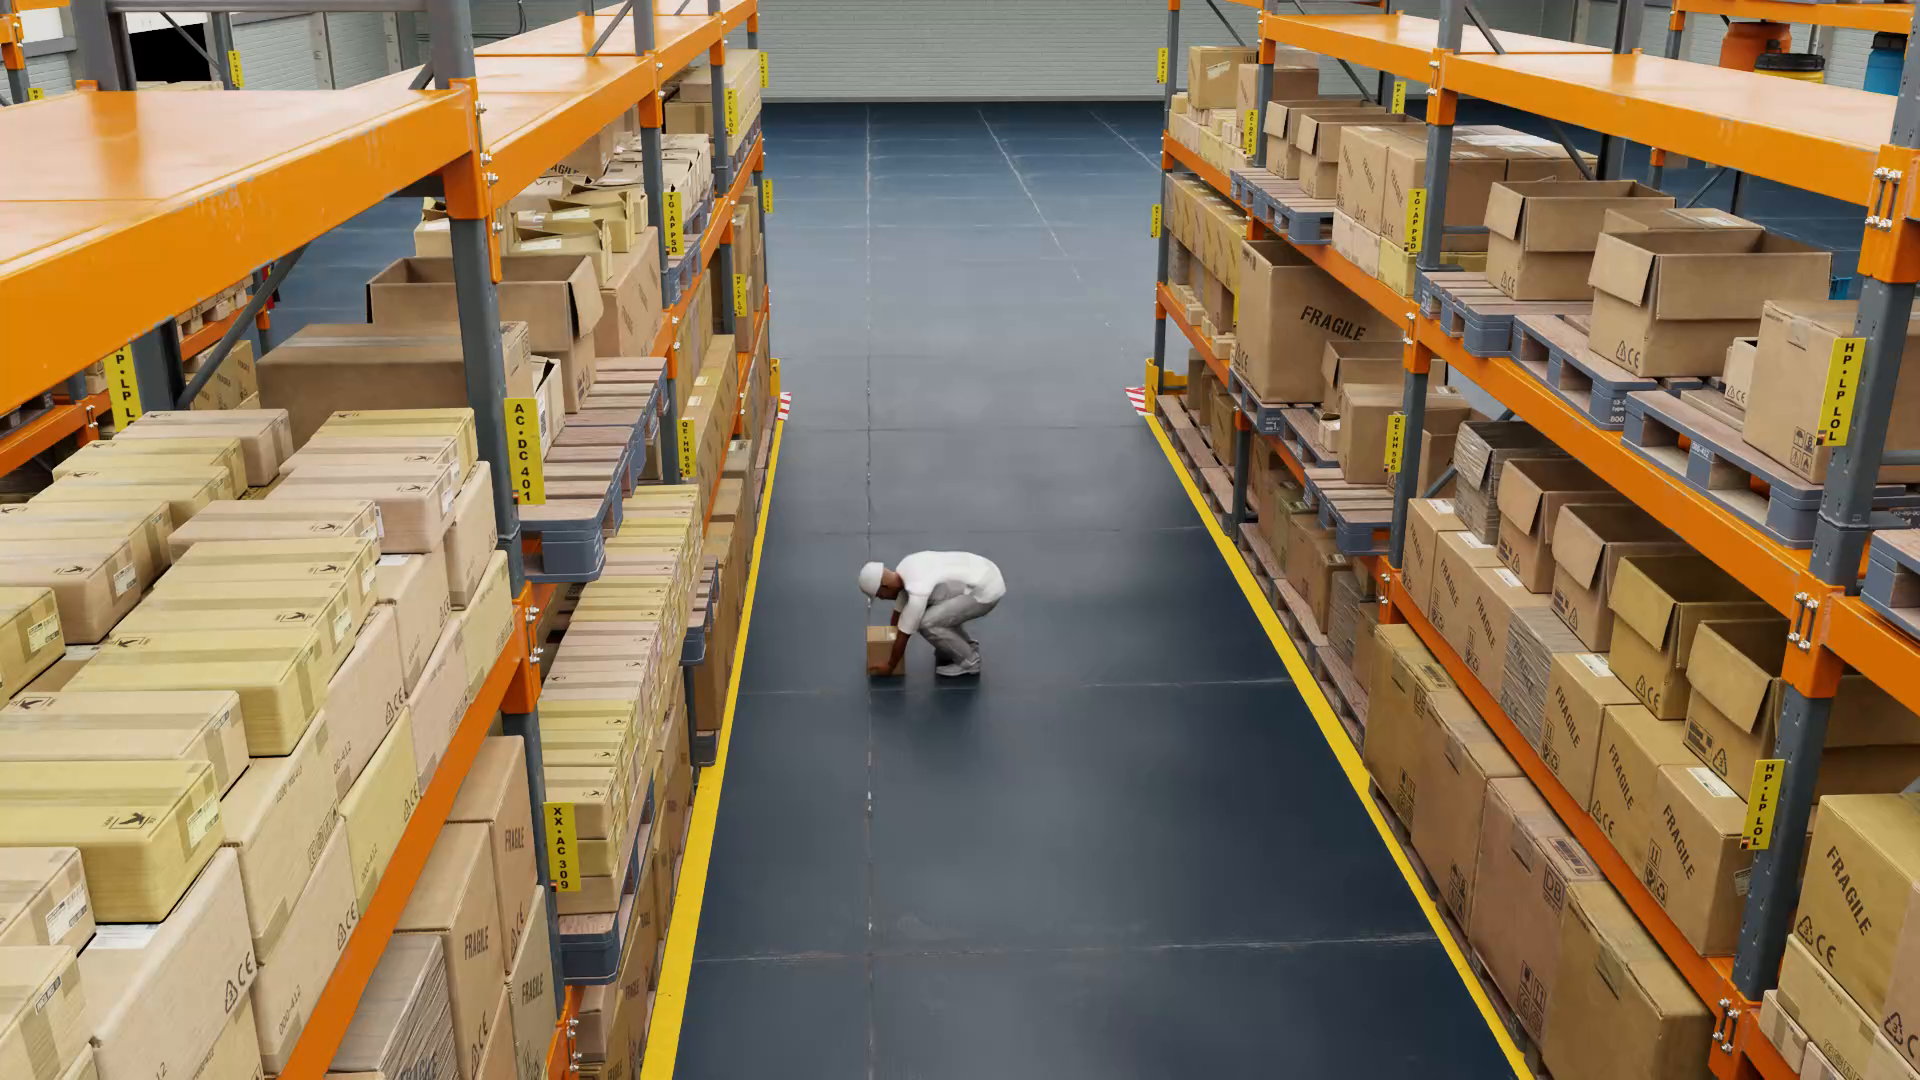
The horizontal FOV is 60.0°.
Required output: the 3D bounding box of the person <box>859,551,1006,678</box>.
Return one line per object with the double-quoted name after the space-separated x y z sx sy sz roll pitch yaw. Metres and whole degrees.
-0.184 0.491 11.121 0.977 0.828 0.519 -2 20 -4 "person"
